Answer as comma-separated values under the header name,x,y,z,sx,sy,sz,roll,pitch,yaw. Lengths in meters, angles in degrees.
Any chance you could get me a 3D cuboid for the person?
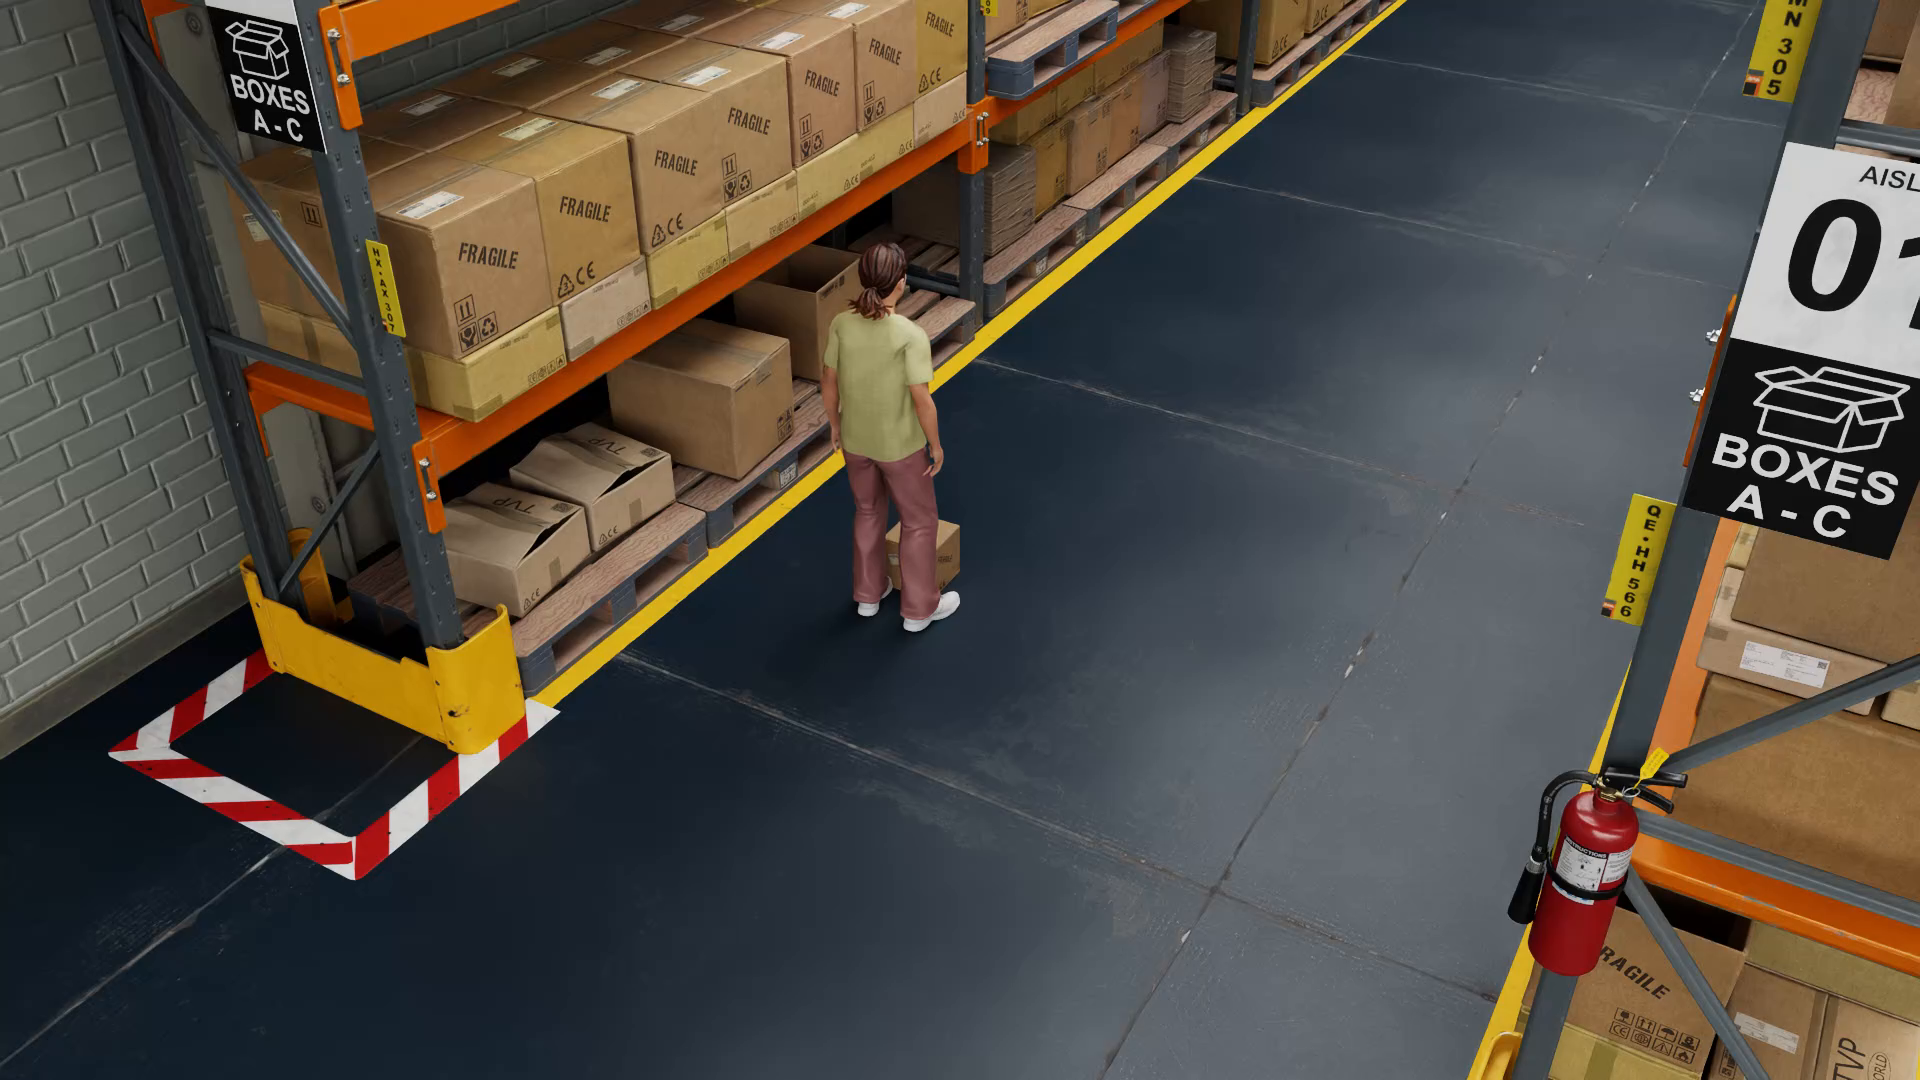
name,x,y,z,sx,sy,sz,roll,pitch,yaw
person,-0.291,-0.400,6.732,0.520,1.671,0.366,16,37,21
